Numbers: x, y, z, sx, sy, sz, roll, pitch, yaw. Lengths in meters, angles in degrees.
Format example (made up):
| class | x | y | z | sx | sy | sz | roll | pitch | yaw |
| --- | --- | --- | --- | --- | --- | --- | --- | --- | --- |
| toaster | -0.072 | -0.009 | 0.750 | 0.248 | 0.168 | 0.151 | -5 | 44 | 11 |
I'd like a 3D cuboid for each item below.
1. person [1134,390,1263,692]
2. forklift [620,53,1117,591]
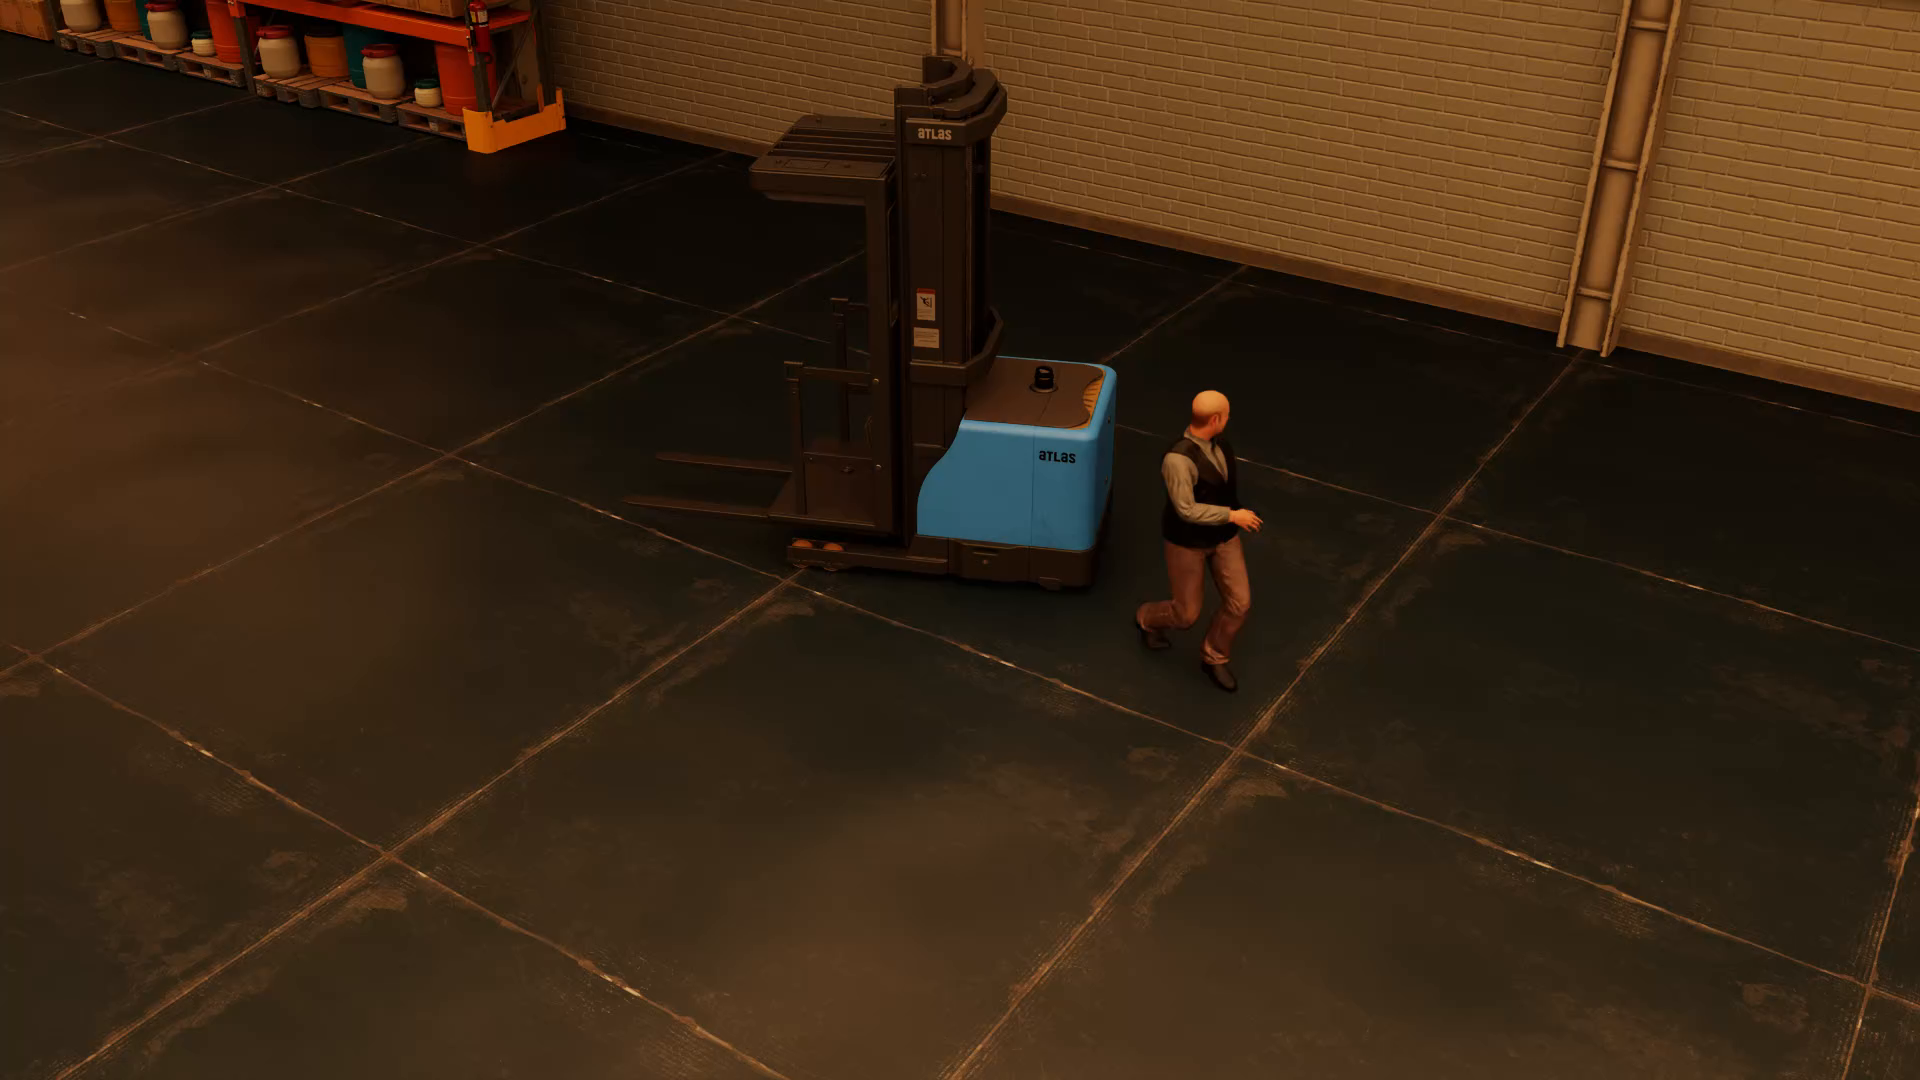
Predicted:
| class | x | y | z | sx | sy | sz | roll | pitch | yaw |
| --- | --- | --- | --- | --- | --- | --- | --- | --- | --- |
| person | 1.302 | -0.042 | 8.951 | 0.595 | 1.643 | 0.780 | -18 | 35 | -28 |
| forklift | -0.596 | -1.330 | 9.871 | 3.031 | 2.935 | 1.130 | 6 | 31 | 10 |
